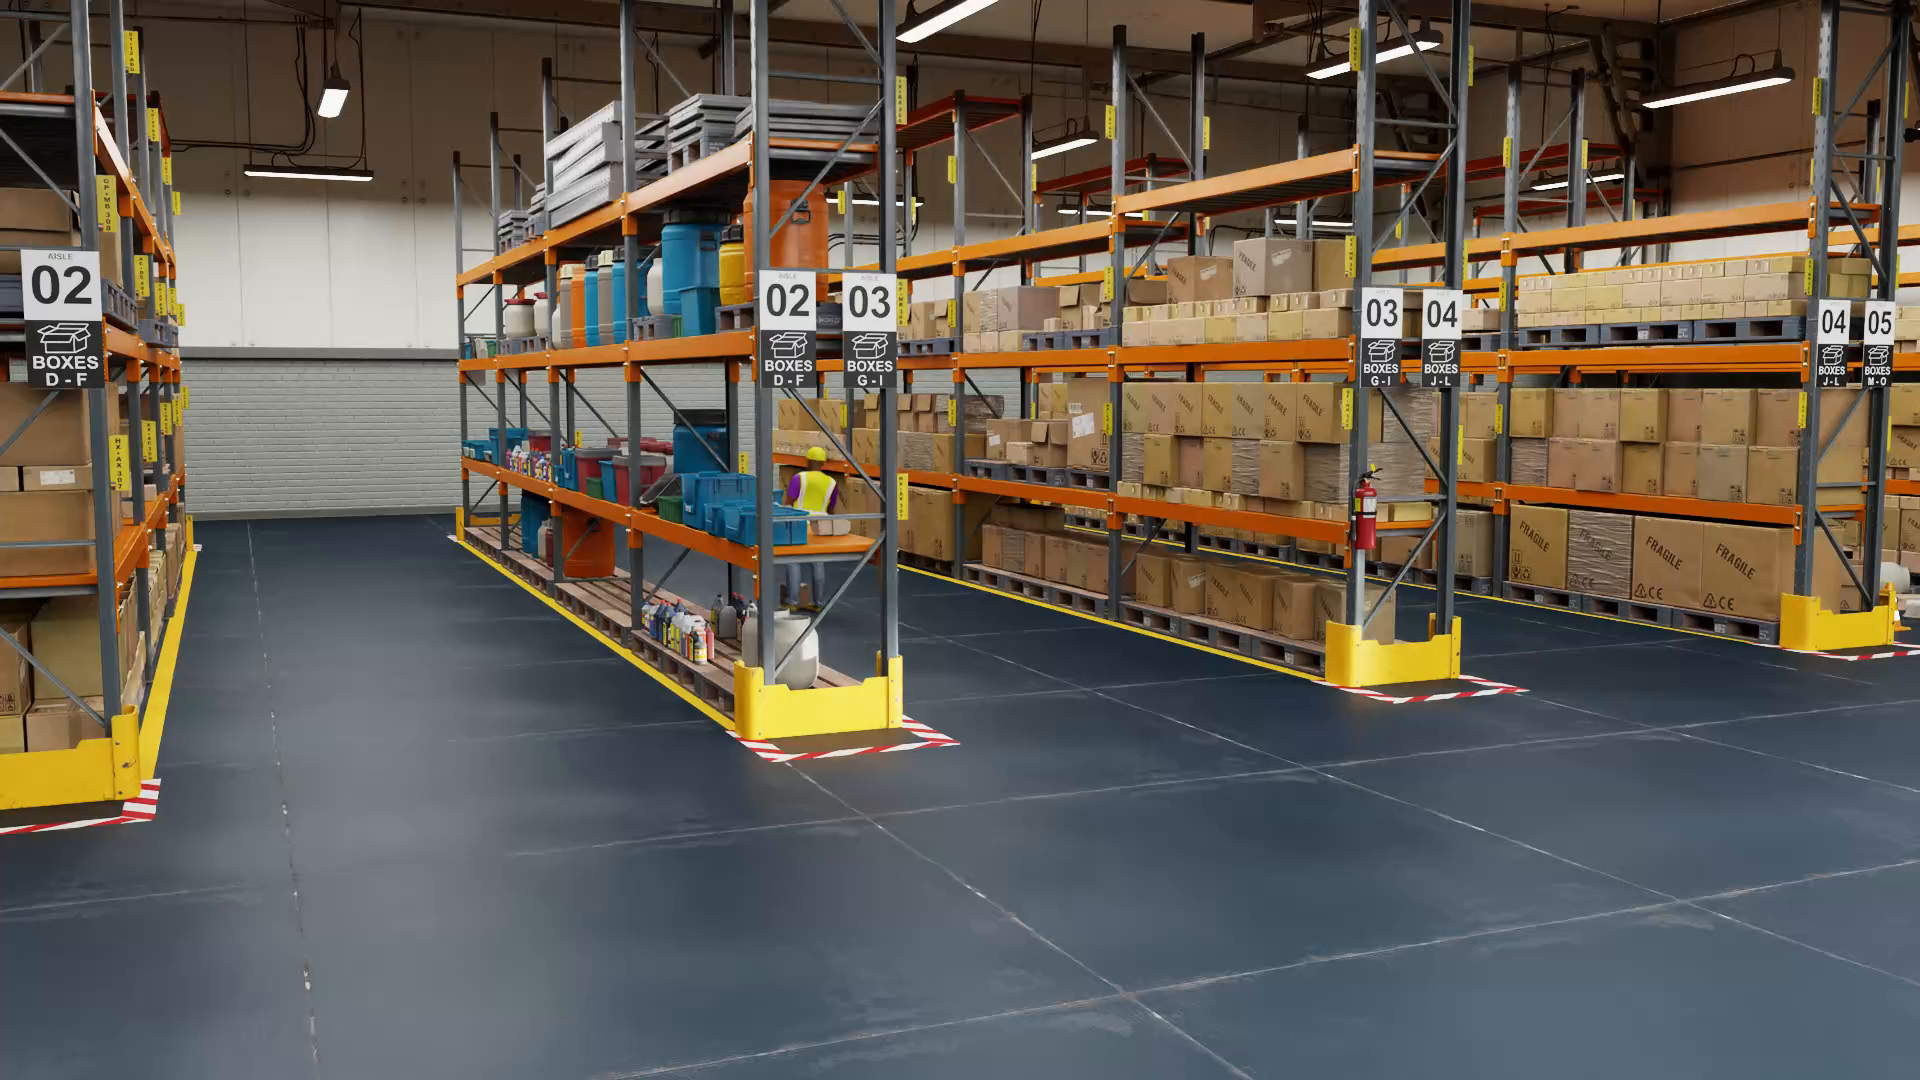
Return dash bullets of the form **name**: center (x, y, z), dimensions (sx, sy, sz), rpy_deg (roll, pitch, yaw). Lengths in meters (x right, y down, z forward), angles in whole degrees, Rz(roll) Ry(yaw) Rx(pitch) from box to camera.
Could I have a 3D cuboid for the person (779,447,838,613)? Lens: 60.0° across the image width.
- **person**: center (-1.633, -0.107, 17.744), dimensions (0.644, 1.777, 0.370), rpy_deg (-2, 6, -22)
